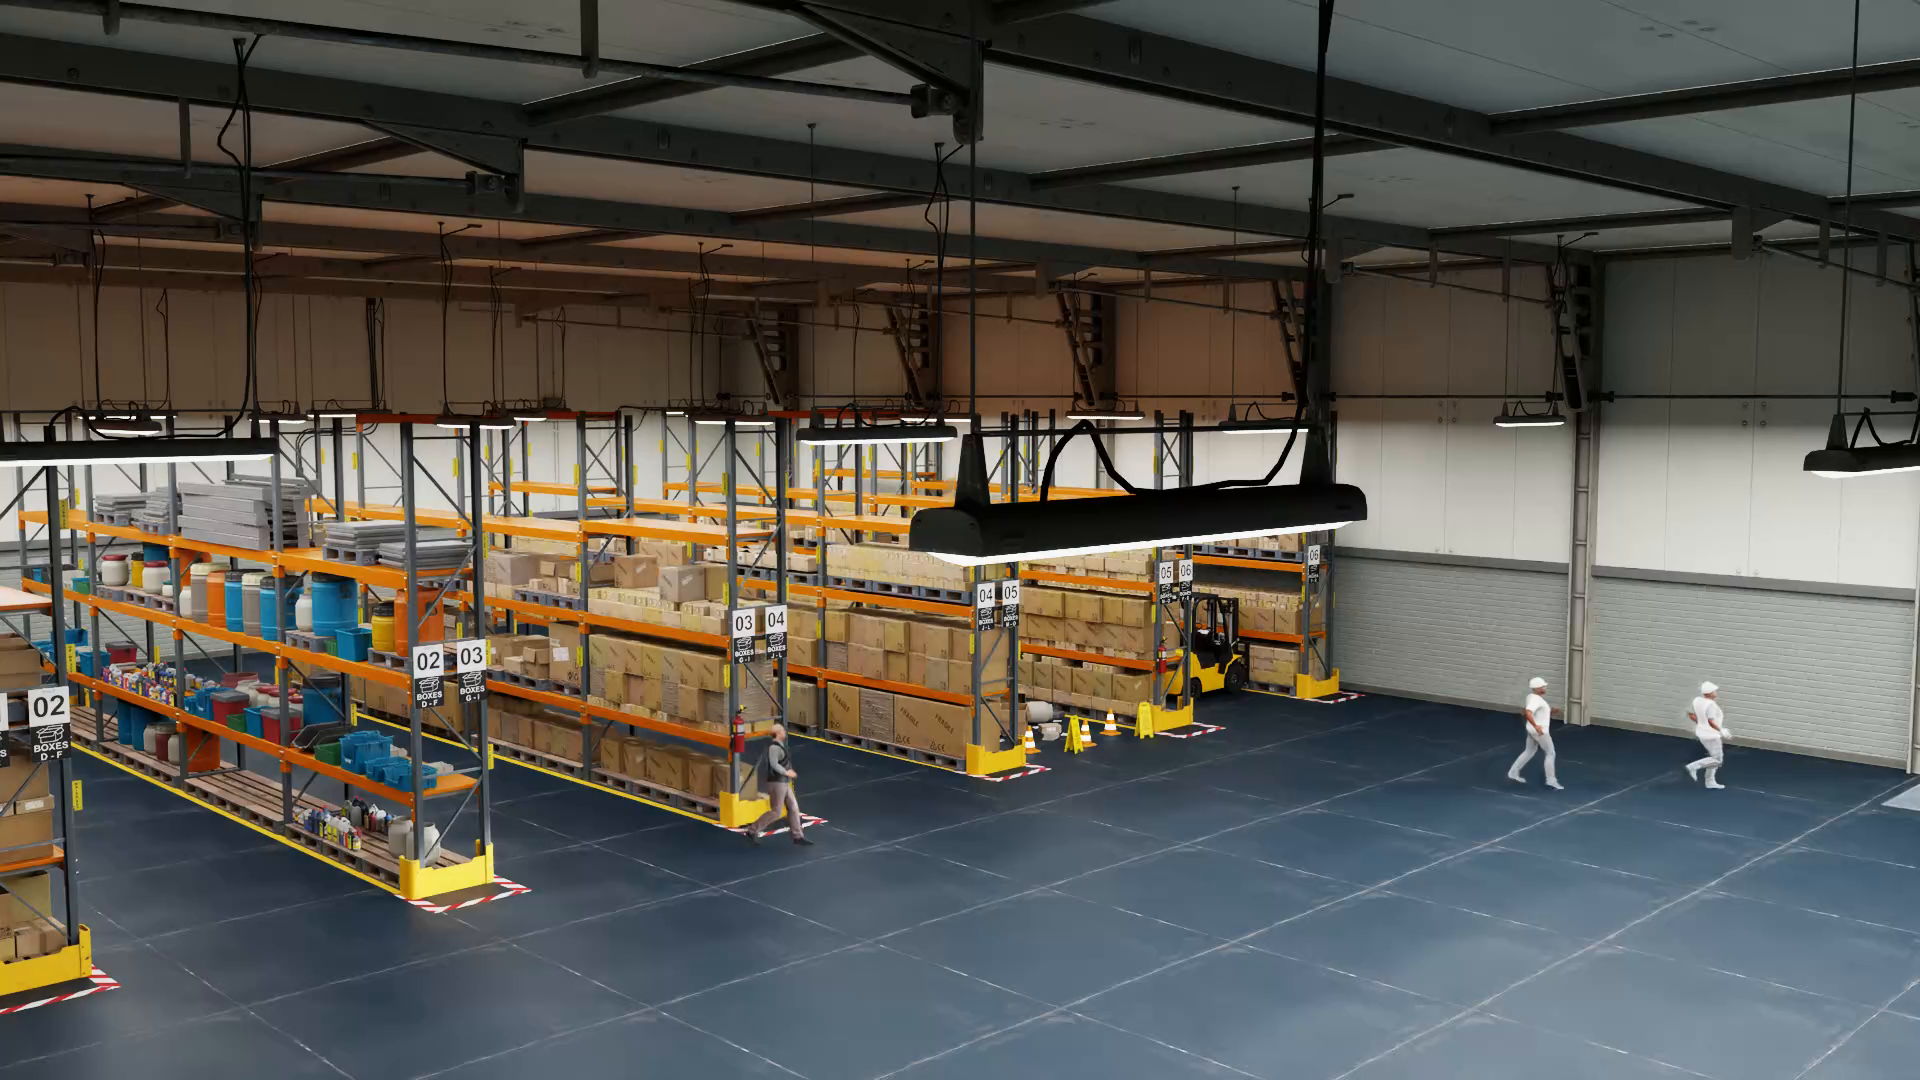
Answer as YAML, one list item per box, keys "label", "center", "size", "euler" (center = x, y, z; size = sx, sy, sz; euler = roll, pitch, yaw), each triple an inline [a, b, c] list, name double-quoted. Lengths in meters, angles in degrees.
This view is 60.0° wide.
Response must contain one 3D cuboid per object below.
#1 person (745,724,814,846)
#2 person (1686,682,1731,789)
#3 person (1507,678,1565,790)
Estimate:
- label: "person"
  center: [-2.532, 3.441, 23.425]
  size: [0.956, 1.691, 0.724]
  euler: [0, 5, -2]
- label: "person"
  center: [11.988, 3.145, 26.745]
  size: [0.689, 1.743, 0.683]
  euler: [0, 5, -3]
- label: "person"
  center: [9.292, 3.112, 26.768]
  size: [0.868, 1.809, 0.685]
  euler: [0, 5, 1]
